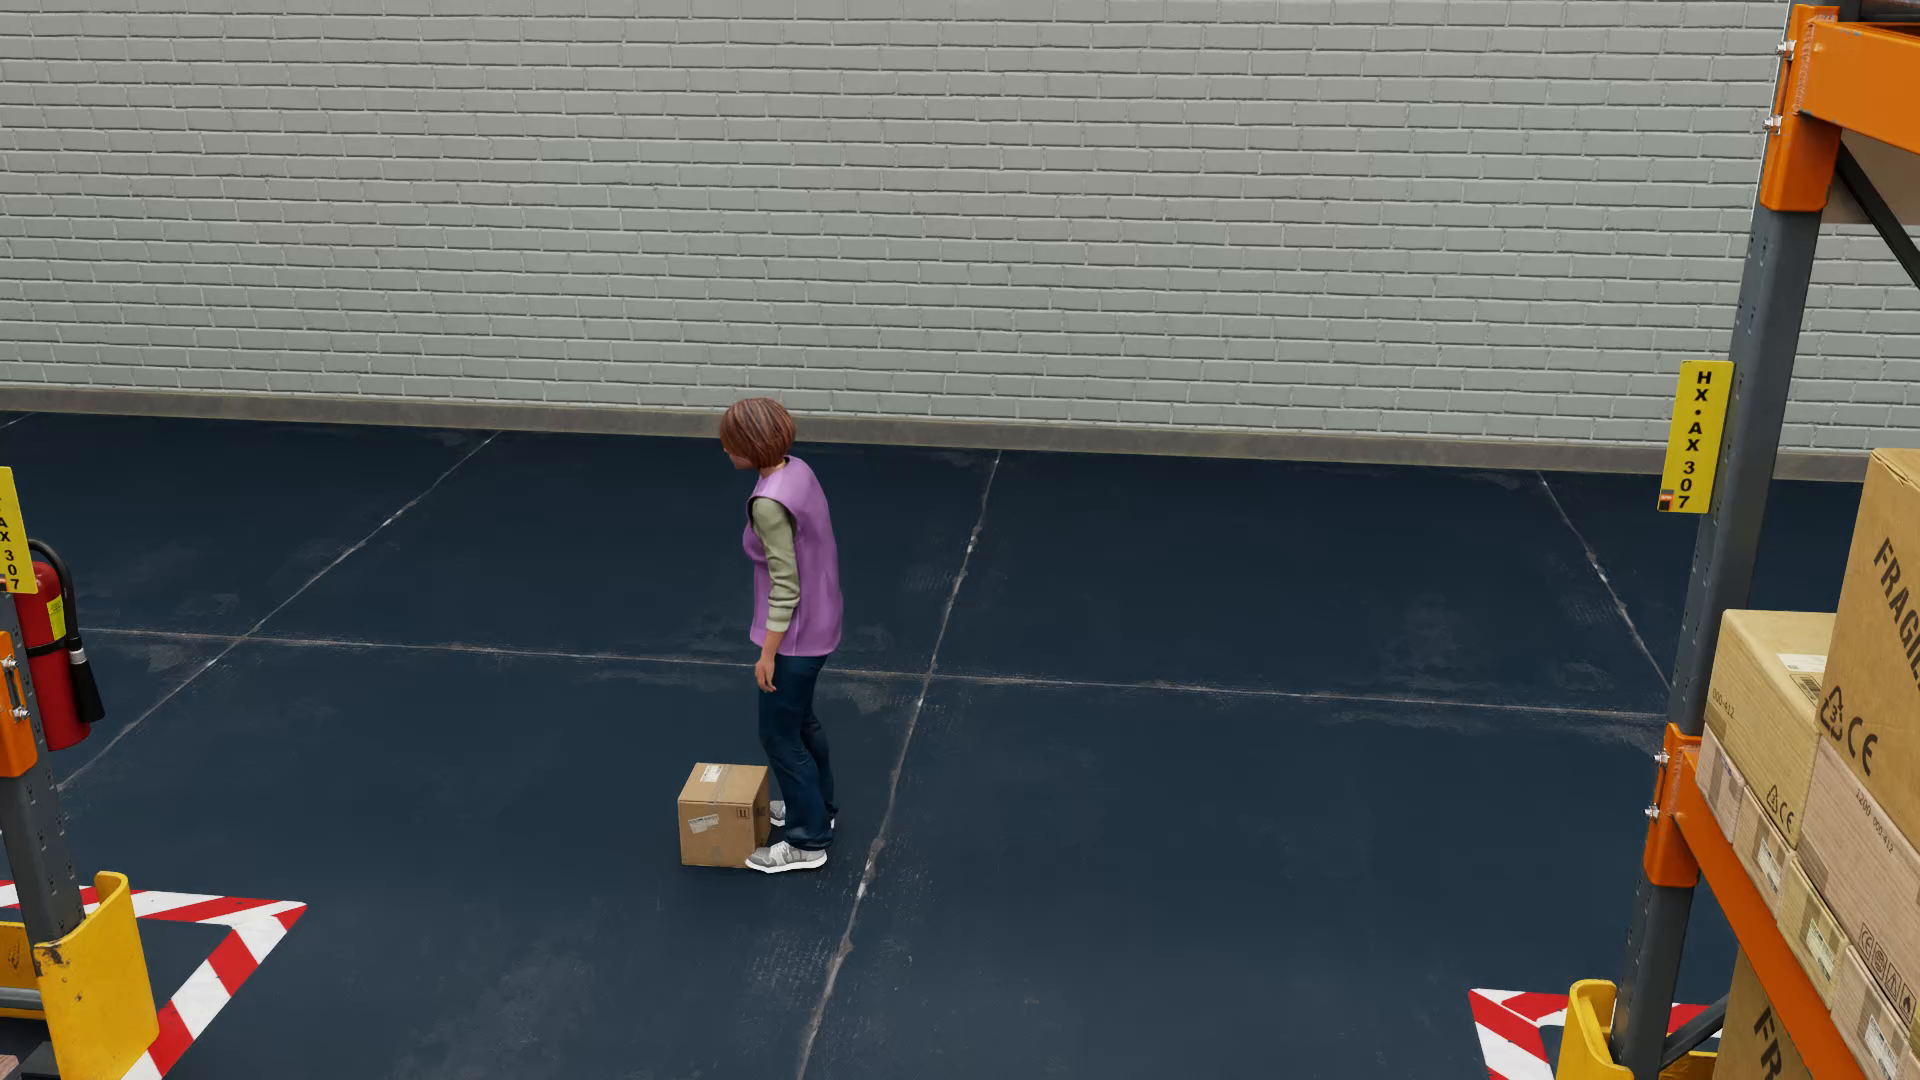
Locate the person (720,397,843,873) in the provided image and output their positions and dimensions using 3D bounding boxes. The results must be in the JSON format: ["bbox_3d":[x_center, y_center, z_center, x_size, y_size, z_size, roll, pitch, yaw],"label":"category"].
[{"bbox_3d":[-0.551,0.307,5.320,0.350,1.593,0.473,2,22,5],"label":"person"}]
